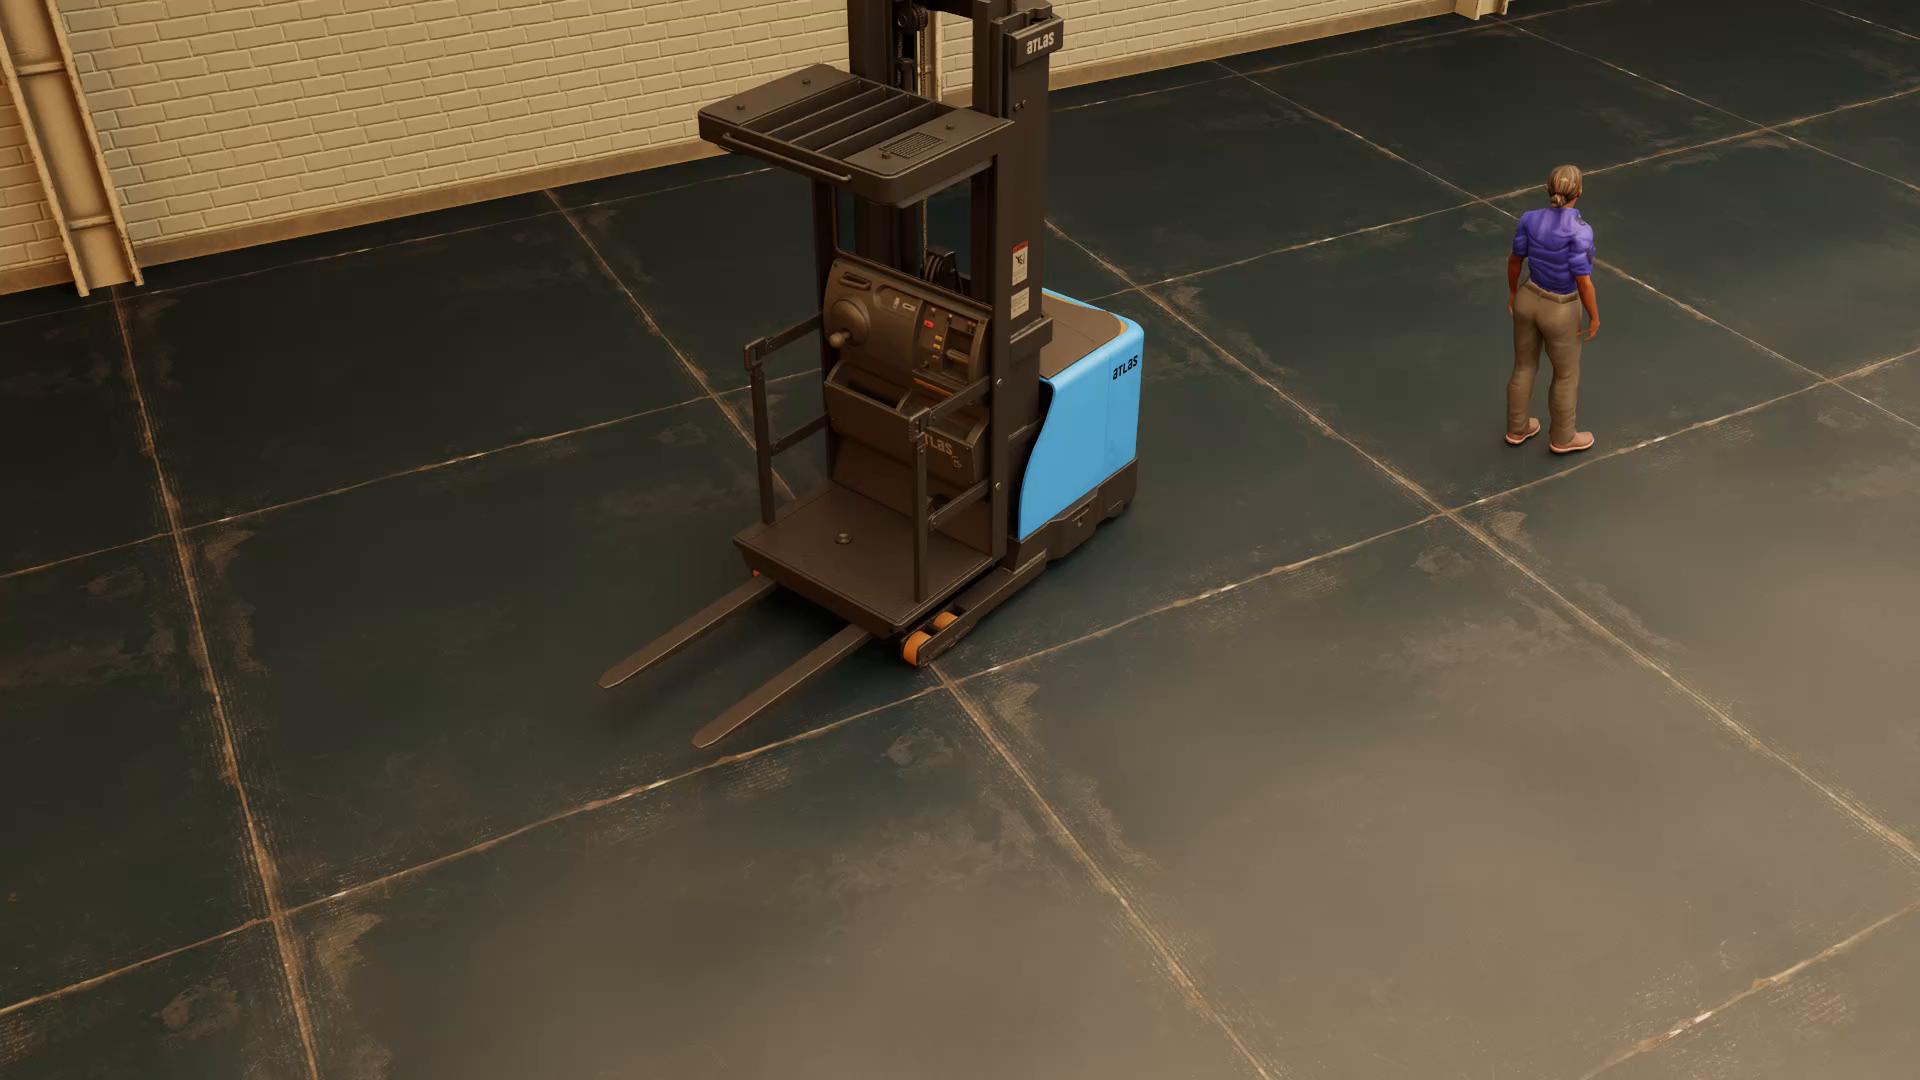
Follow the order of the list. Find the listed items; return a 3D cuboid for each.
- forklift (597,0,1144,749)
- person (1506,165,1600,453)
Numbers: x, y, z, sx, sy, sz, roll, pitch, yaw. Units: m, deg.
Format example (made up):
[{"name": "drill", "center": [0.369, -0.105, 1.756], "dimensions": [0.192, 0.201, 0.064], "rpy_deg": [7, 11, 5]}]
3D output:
[{"name": "forklift", "center": [-0.390, -0.927, 7.434], "dimensions": [1.130, 2.935, 3.031], "rpy_deg": [26, 43, 31]}, {"name": "person", "center": [3.240, -1.258, 8.995], "dimensions": [0.503, 1.656, 0.569], "rpy_deg": [-25, 42, -31]}]
